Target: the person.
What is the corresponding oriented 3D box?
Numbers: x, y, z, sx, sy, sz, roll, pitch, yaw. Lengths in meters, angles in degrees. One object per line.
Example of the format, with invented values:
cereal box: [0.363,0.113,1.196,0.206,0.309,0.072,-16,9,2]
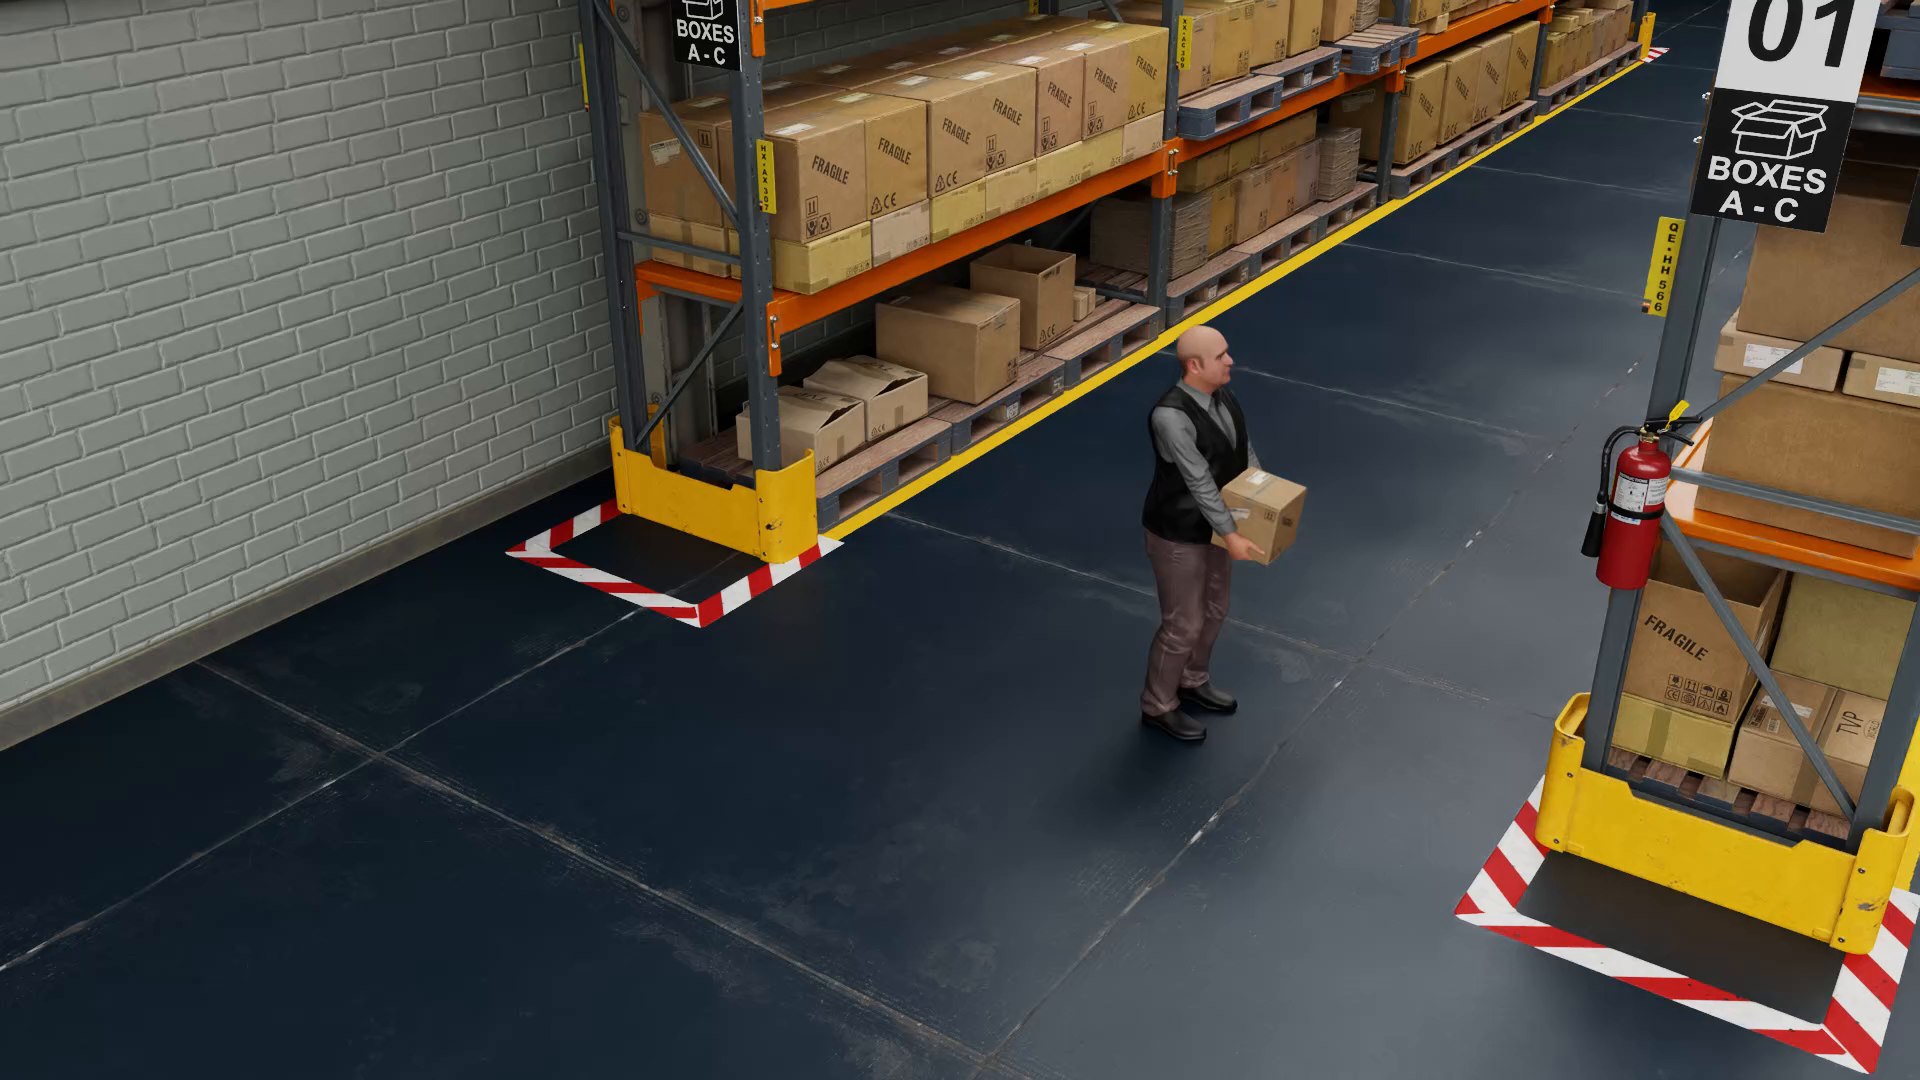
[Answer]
person: [1.030,-0.012,6.678,0.554,1.716,0.495,17,32,31]
